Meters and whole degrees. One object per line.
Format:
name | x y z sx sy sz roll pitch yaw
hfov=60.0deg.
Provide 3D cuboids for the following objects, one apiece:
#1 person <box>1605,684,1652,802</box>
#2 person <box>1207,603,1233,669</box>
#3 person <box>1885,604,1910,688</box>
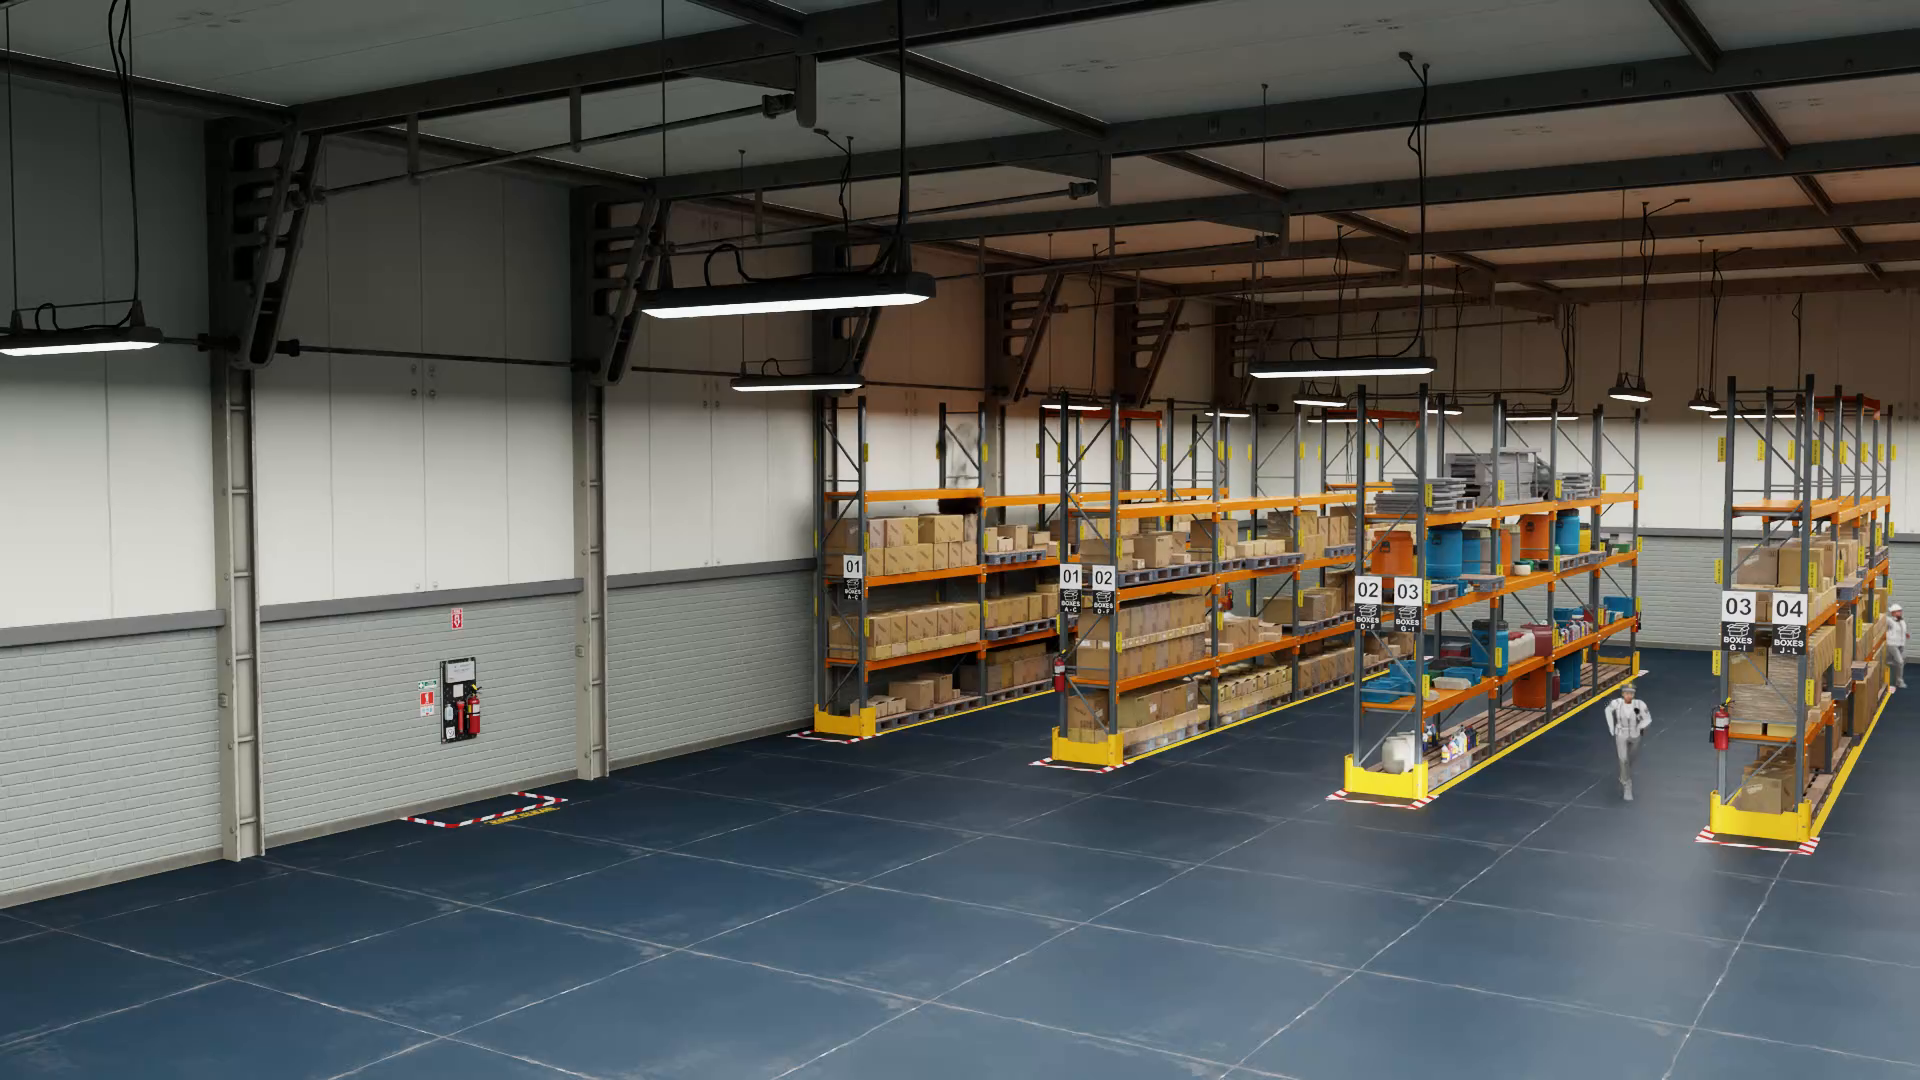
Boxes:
person | 9.760 2.904 24.302 0.617 1.684 1.023 1 3 14
person | 5.817 2.246 37.180 0.587 1.729 0.838 2 3 27
person | 20.046 2.267 35.737 0.697 1.784 0.830 -1 3 -23
